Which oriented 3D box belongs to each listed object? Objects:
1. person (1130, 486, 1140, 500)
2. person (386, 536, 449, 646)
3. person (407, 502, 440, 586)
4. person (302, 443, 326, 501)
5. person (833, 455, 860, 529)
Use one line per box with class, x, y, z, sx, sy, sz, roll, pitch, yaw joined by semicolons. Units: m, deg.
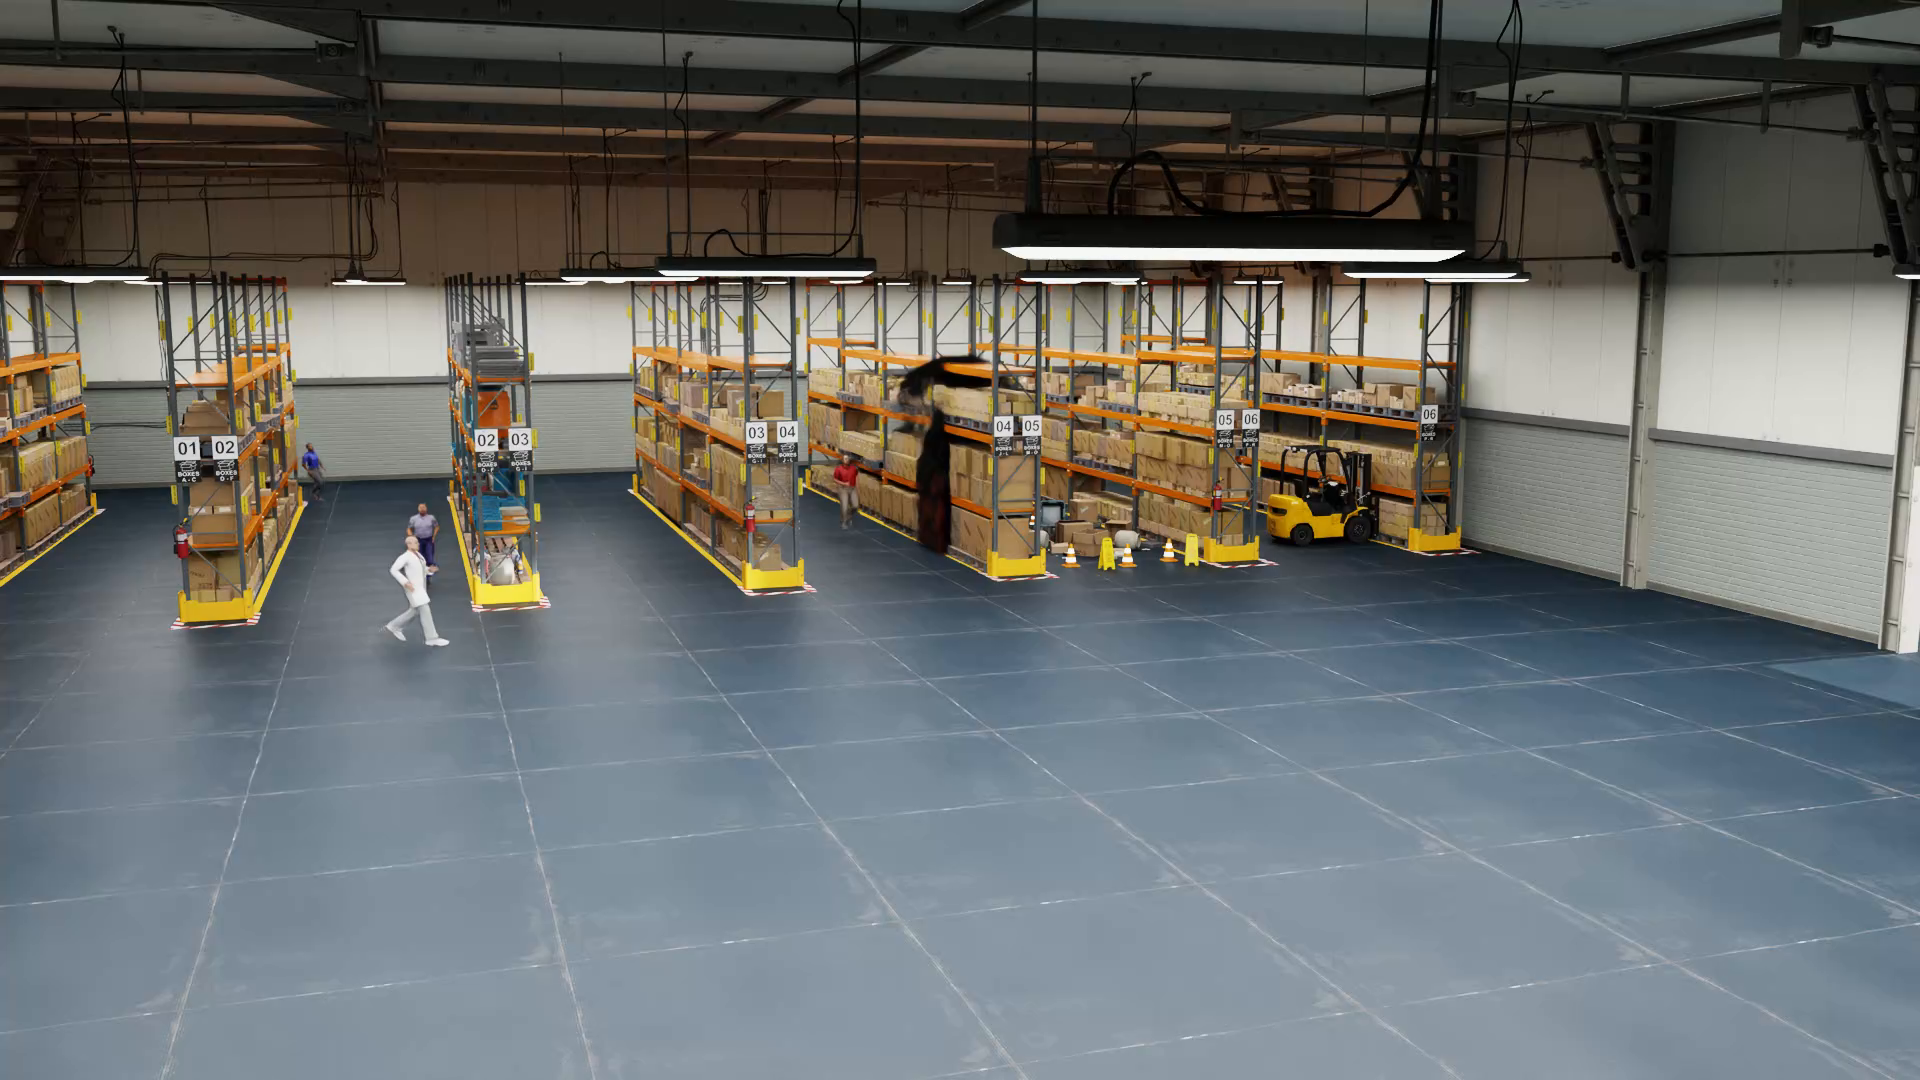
person;4.576;-1.726;43.548;0.645;1.848;0.790;-4;10;-26
person;-8.747;0.809;26.690;1.062;1.756;0.704;0;9;3
person;-10.461;0.063;32.462;0.614;1.609;0.575;-3;9;-22
person;-17.413;-1.824;44.955;0.486;1.596;0.629;2;9;16
person;-2.520;-1.079;37.758;0.674;1.707;0.581;-5;10;-27
